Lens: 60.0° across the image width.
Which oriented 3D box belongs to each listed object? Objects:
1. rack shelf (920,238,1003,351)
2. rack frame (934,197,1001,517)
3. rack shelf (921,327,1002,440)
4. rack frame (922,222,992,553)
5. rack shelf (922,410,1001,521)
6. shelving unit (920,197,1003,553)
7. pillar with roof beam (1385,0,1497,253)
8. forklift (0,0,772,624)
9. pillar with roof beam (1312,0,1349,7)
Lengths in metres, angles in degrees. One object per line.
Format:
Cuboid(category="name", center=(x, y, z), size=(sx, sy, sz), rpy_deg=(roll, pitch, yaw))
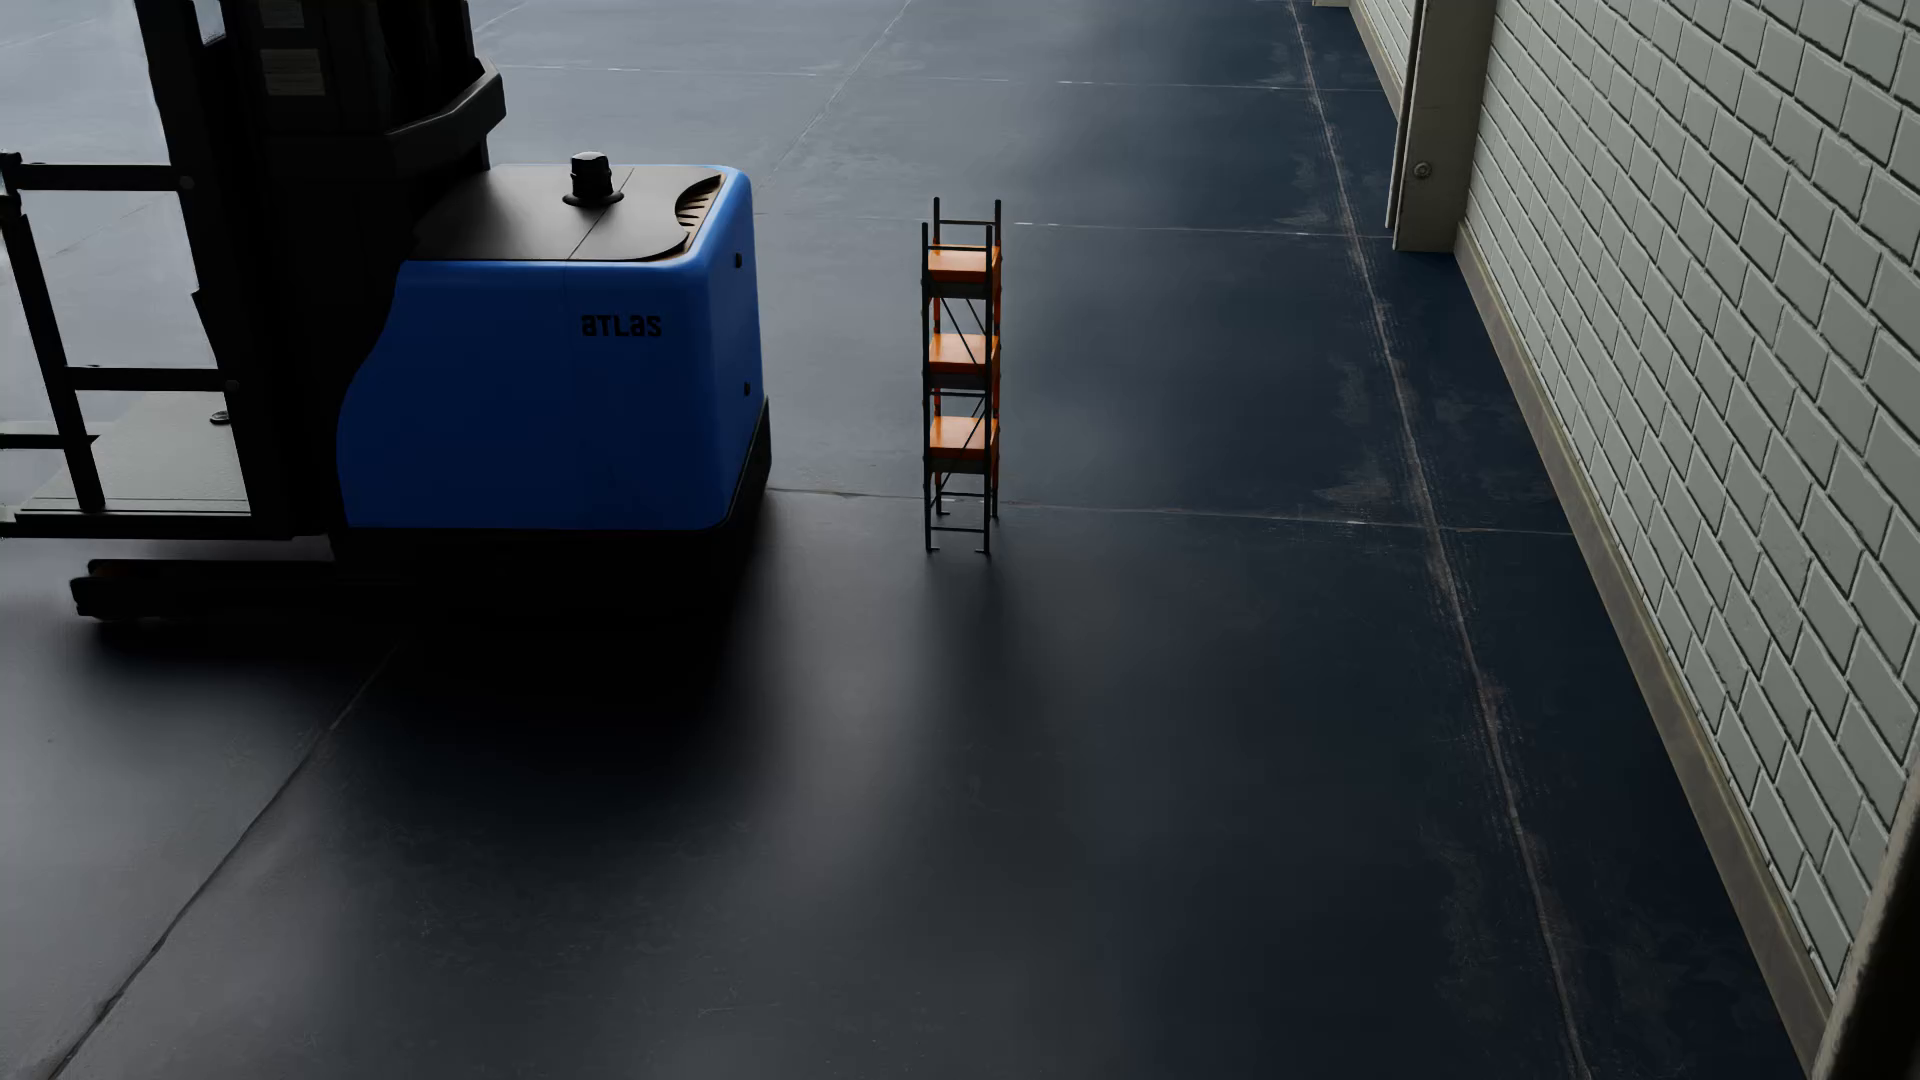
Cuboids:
Cuboid(category="rack shelf", center=(0.006, -0.728, 4.918), size=(0.215, 0.259, 0.240), rpy_deg=(3, 28, 6))
Cuboid(category="rack frame", center=(0.021, -0.545, 5.154), size=(0.200, 1.050, 0.008), rpy_deg=(3, 28, 6))
Cuboid(category="rack shelf", center=(0.007, -0.478, 5.053), size=(0.215, 0.259, 0.240), rpy_deg=(3, 28, 6))
Cuboid(category="rack frame", center=(-0.008, -0.430, 4.941), size=(0.200, 1.050, 0.008), rpy_deg=(3, 28, 6))
Cuboid(category="rack shelf", center=(0.007, -0.233, 5.185), size=(0.215, 0.259, 0.240), rpy_deg=(3, 28, 6))
Cuboid(category="shelving unit", center=(0.007, -0.487, 5.048), size=(0.215, 1.050, 0.252), rpy_deg=(3, 28, 6))
Cuboid(category="pillar with roof beam", center=(-2.071, -5.648, 6.246), size=(9.100, 9.000, 0.400), rpy_deg=(3, 28, 6))
Cuboid(category="forklift", center=(-2.156, -1.299, 4.571), size=(3.031, 2.935, 1.130), rpy_deg=(1, 28, 1))
Cuboid(category="pillar with roof beam", center=(-1.335, -8.472, 11.488), size=(9.100, 9.000, 0.400), rpy_deg=(3, 28, 6))
